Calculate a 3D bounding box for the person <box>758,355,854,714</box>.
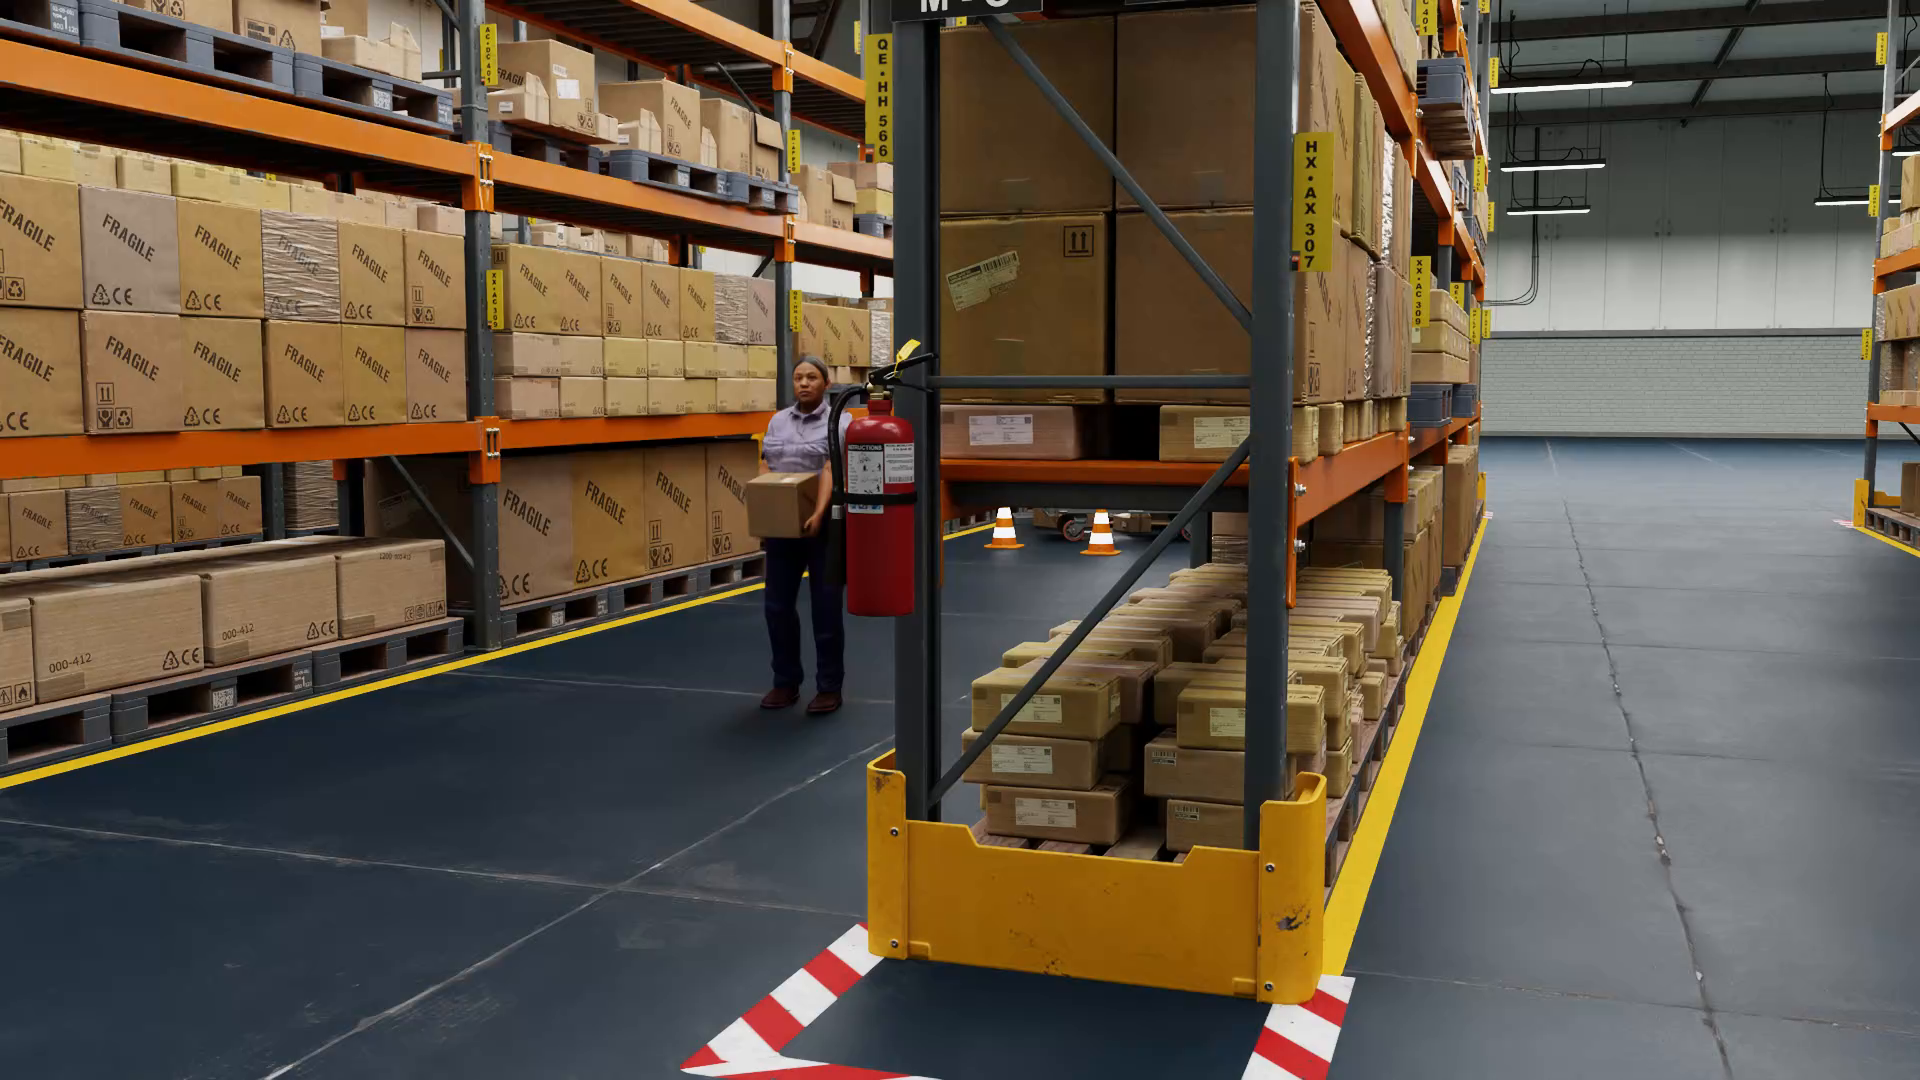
[{"bbox_3d":[-0.730,-0.030,7.703,0.435,1.647,0.528,2,6,18],"label":"person"}]
